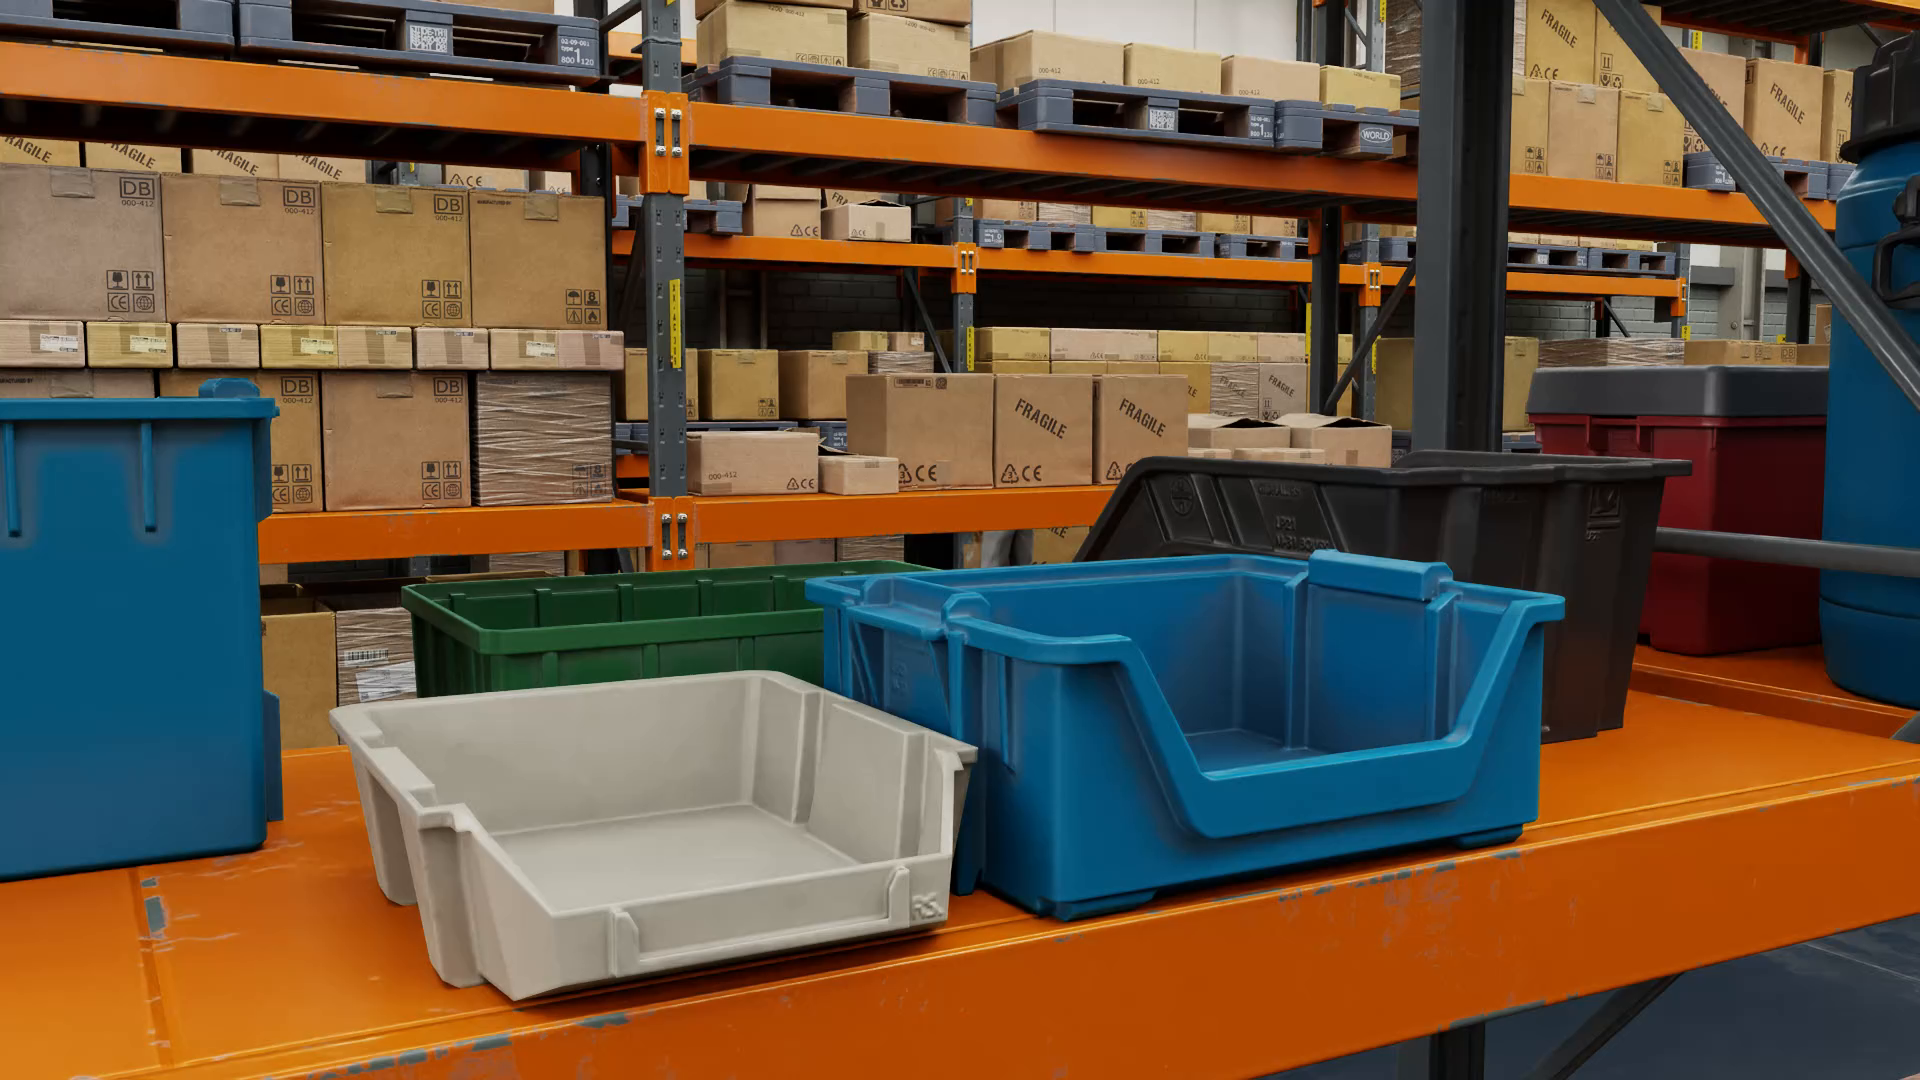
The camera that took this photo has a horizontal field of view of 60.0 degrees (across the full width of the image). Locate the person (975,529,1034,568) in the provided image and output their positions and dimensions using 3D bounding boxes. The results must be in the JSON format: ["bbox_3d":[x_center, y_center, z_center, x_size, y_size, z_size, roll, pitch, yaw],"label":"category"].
[{"bbox_3d":[0.316,-0.105,11.127,0.476,1.675,0.364,-3,6,-30],"label":"person"}]
